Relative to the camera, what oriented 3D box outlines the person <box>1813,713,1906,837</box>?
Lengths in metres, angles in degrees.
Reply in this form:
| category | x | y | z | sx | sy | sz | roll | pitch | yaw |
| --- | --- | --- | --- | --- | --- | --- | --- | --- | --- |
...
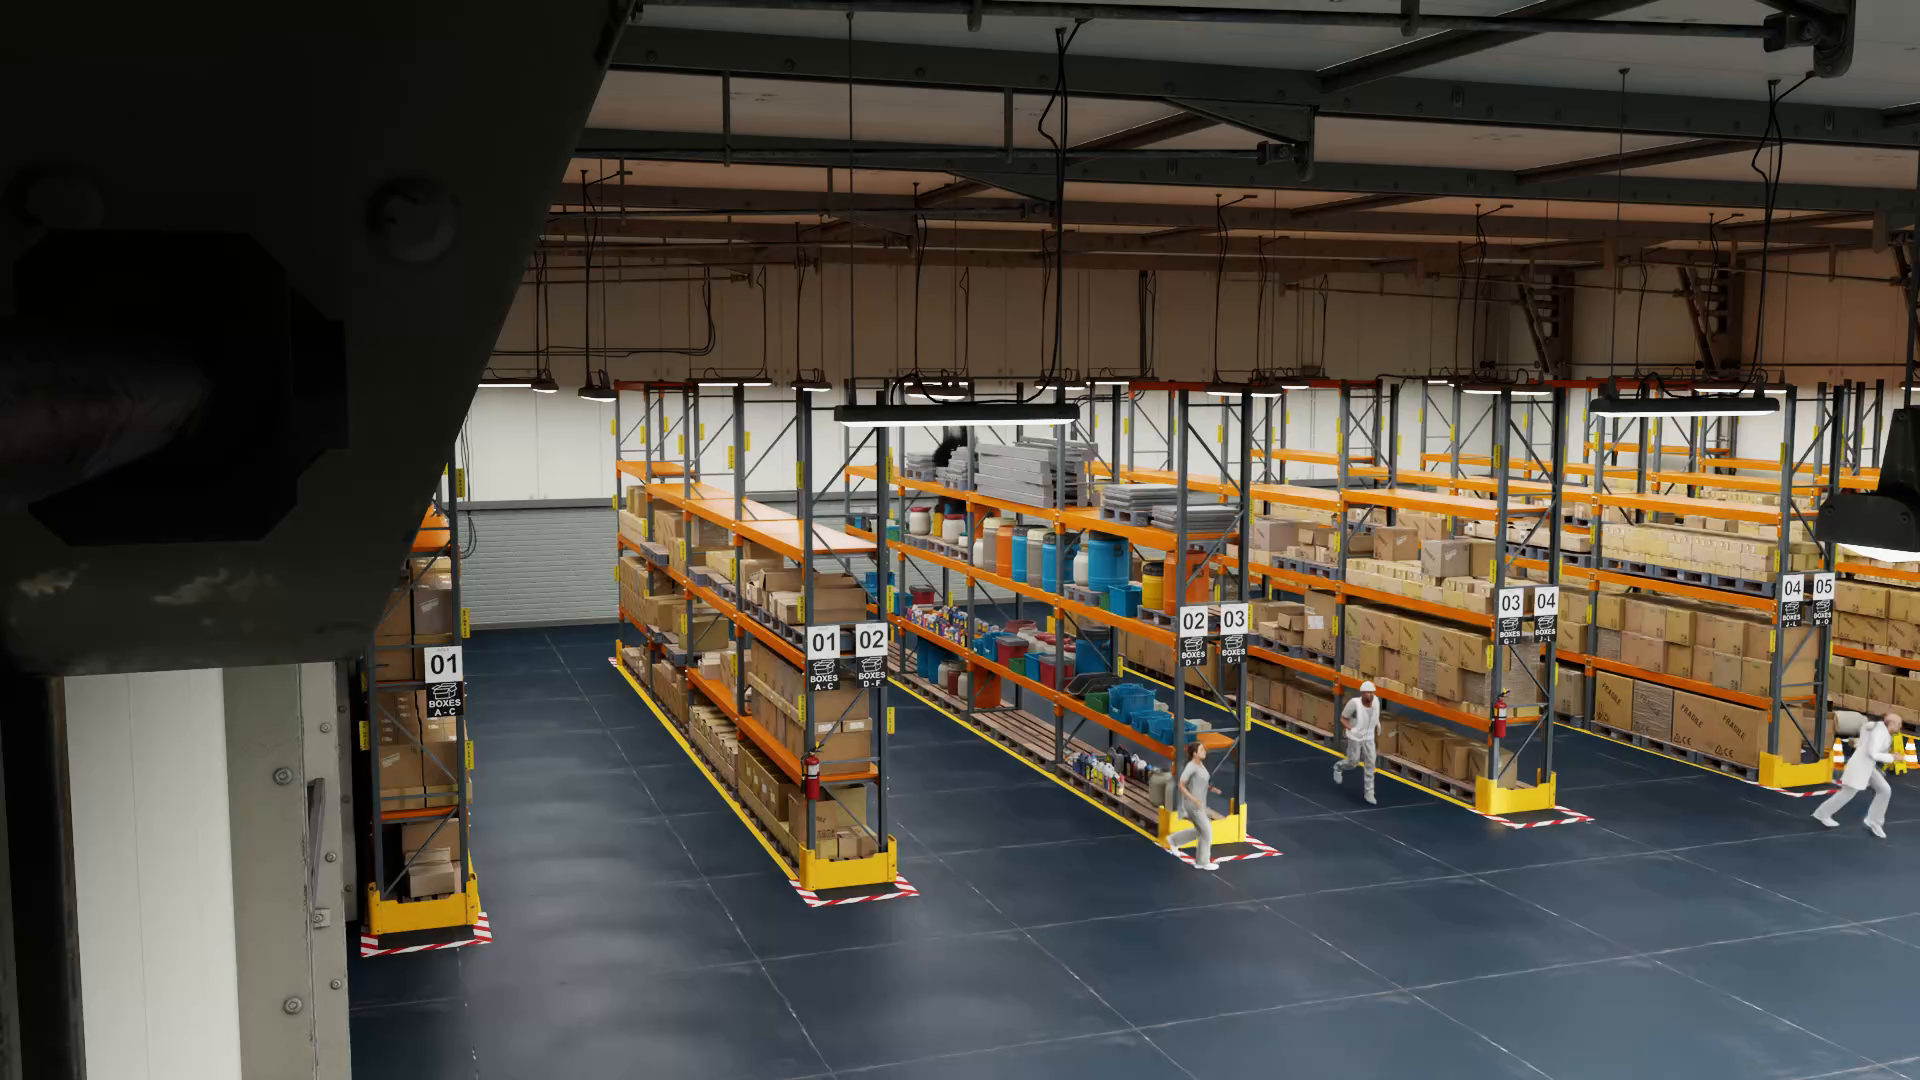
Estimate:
| category | x | y | z | sx | sy | sz | roll | pitch | yaw |
| --- | --- | --- | --- | --- | --- | --- | --- | --- | --- |
| person | 12.155 | 3.154 | 22.469 | 1.070 | 1.737 | 0.751 | 4 | 7 | 35 |

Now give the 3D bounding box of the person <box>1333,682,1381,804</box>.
| category | x | y | z | sx | sy | sz | roll | pitch | yaw |
| --- | --- | --- | --- | --- | --- | --- | --- | --- | --- |
| person | 5.840 | 2.891 | 24.293 | 0.715 | 1.733 | 1.091 | -2 | 7 | -22 |

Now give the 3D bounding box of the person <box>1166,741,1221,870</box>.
| category | x | y | z | sx | sy | sz | roll | pitch | yaw |
| --- | --- | --- | --- | --- | --- | --- | --- | --- | --- |
| person | 2.907 | 3.314 | 20.850 | 0.697 | 1.632 | 0.563 | 3 | 7 | 24 |
